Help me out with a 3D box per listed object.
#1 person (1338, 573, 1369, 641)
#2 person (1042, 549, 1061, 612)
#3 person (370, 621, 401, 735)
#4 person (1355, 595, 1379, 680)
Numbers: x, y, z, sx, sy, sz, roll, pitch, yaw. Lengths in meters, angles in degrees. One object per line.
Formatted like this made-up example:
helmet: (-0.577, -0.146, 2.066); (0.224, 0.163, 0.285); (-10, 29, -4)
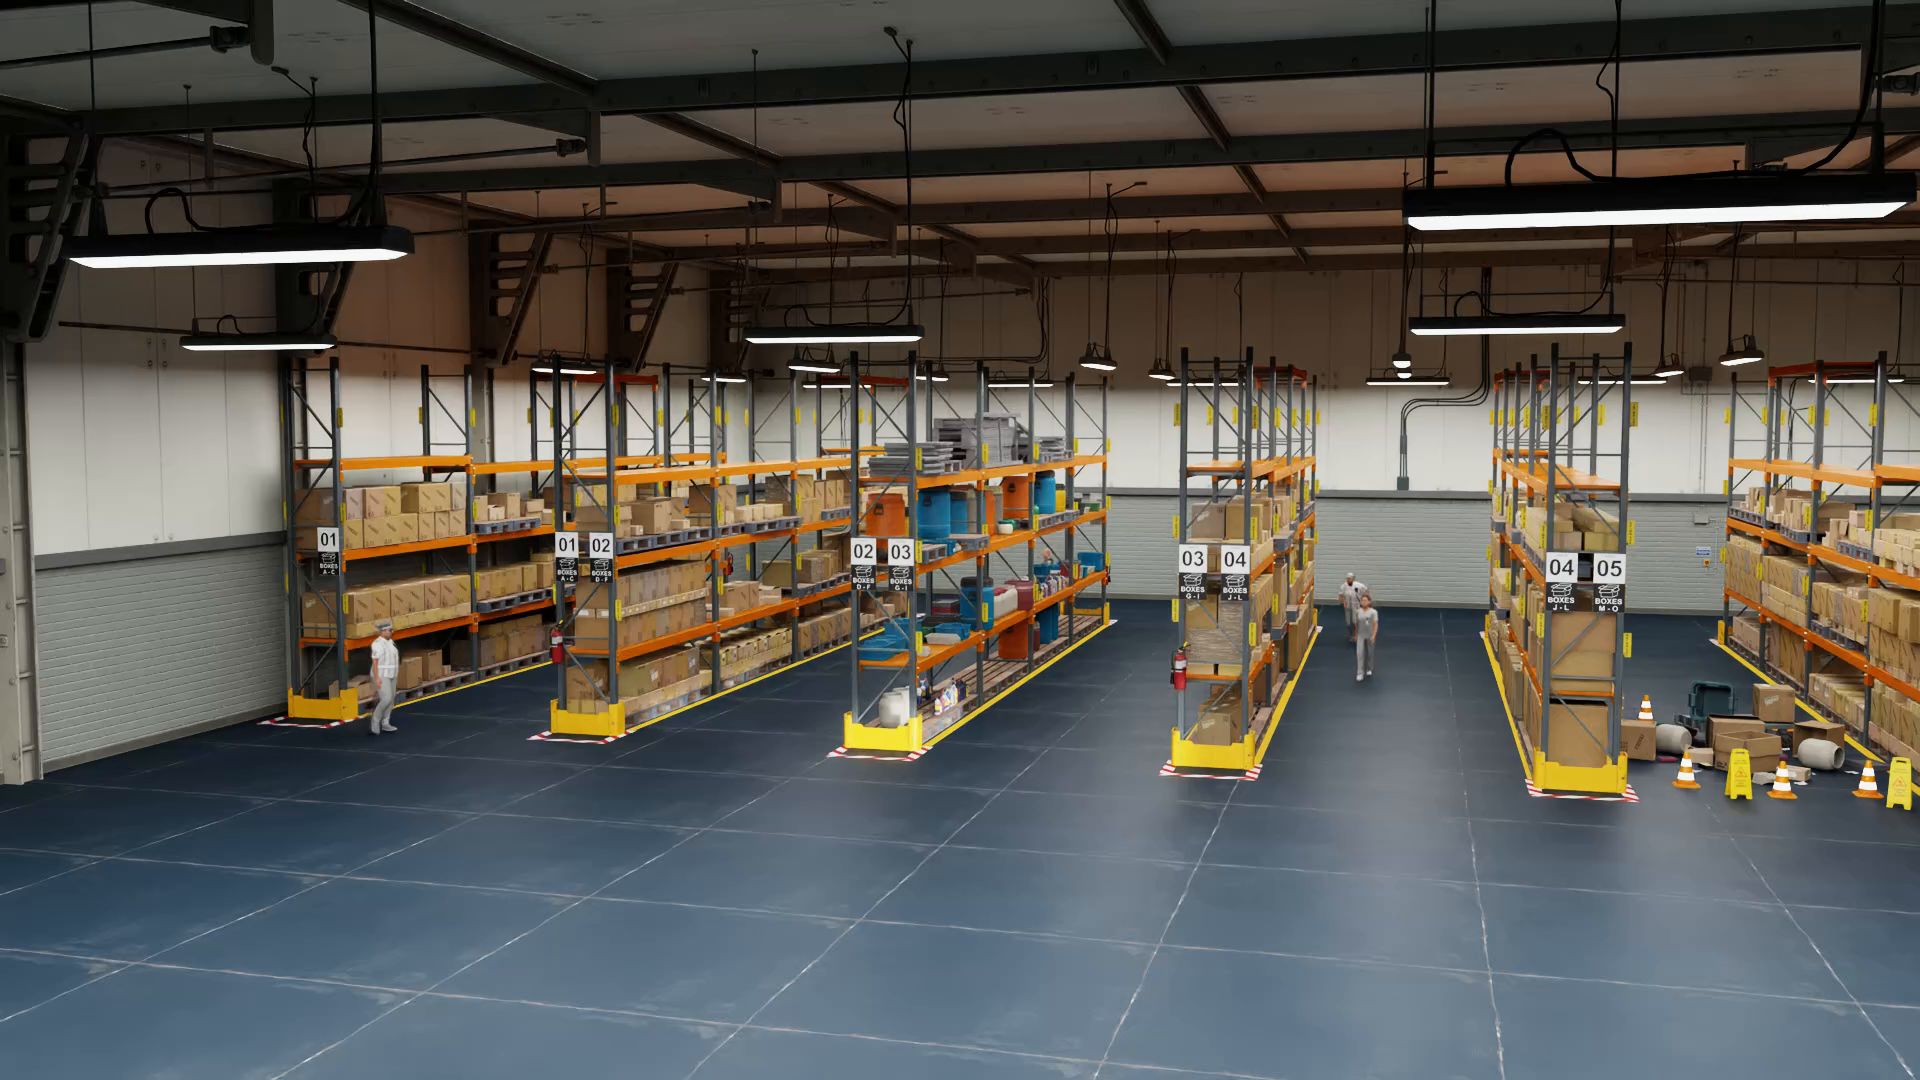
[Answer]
person: (8.776, 1.496, 37.056); (0.650, 1.578, 0.743); (2, 5, 24)
person: (2.181, 1.046, 42.635); (1.054, 1.655, 0.512); (1, 4, 13)
person: (-9.127, 2.177, 26.414); (0.440, 1.788, 0.567); (1, 4, 16)
person: (7.763, 1.848, 31.771); (0.450, 1.604, 1.064); (1, 4, 18)
